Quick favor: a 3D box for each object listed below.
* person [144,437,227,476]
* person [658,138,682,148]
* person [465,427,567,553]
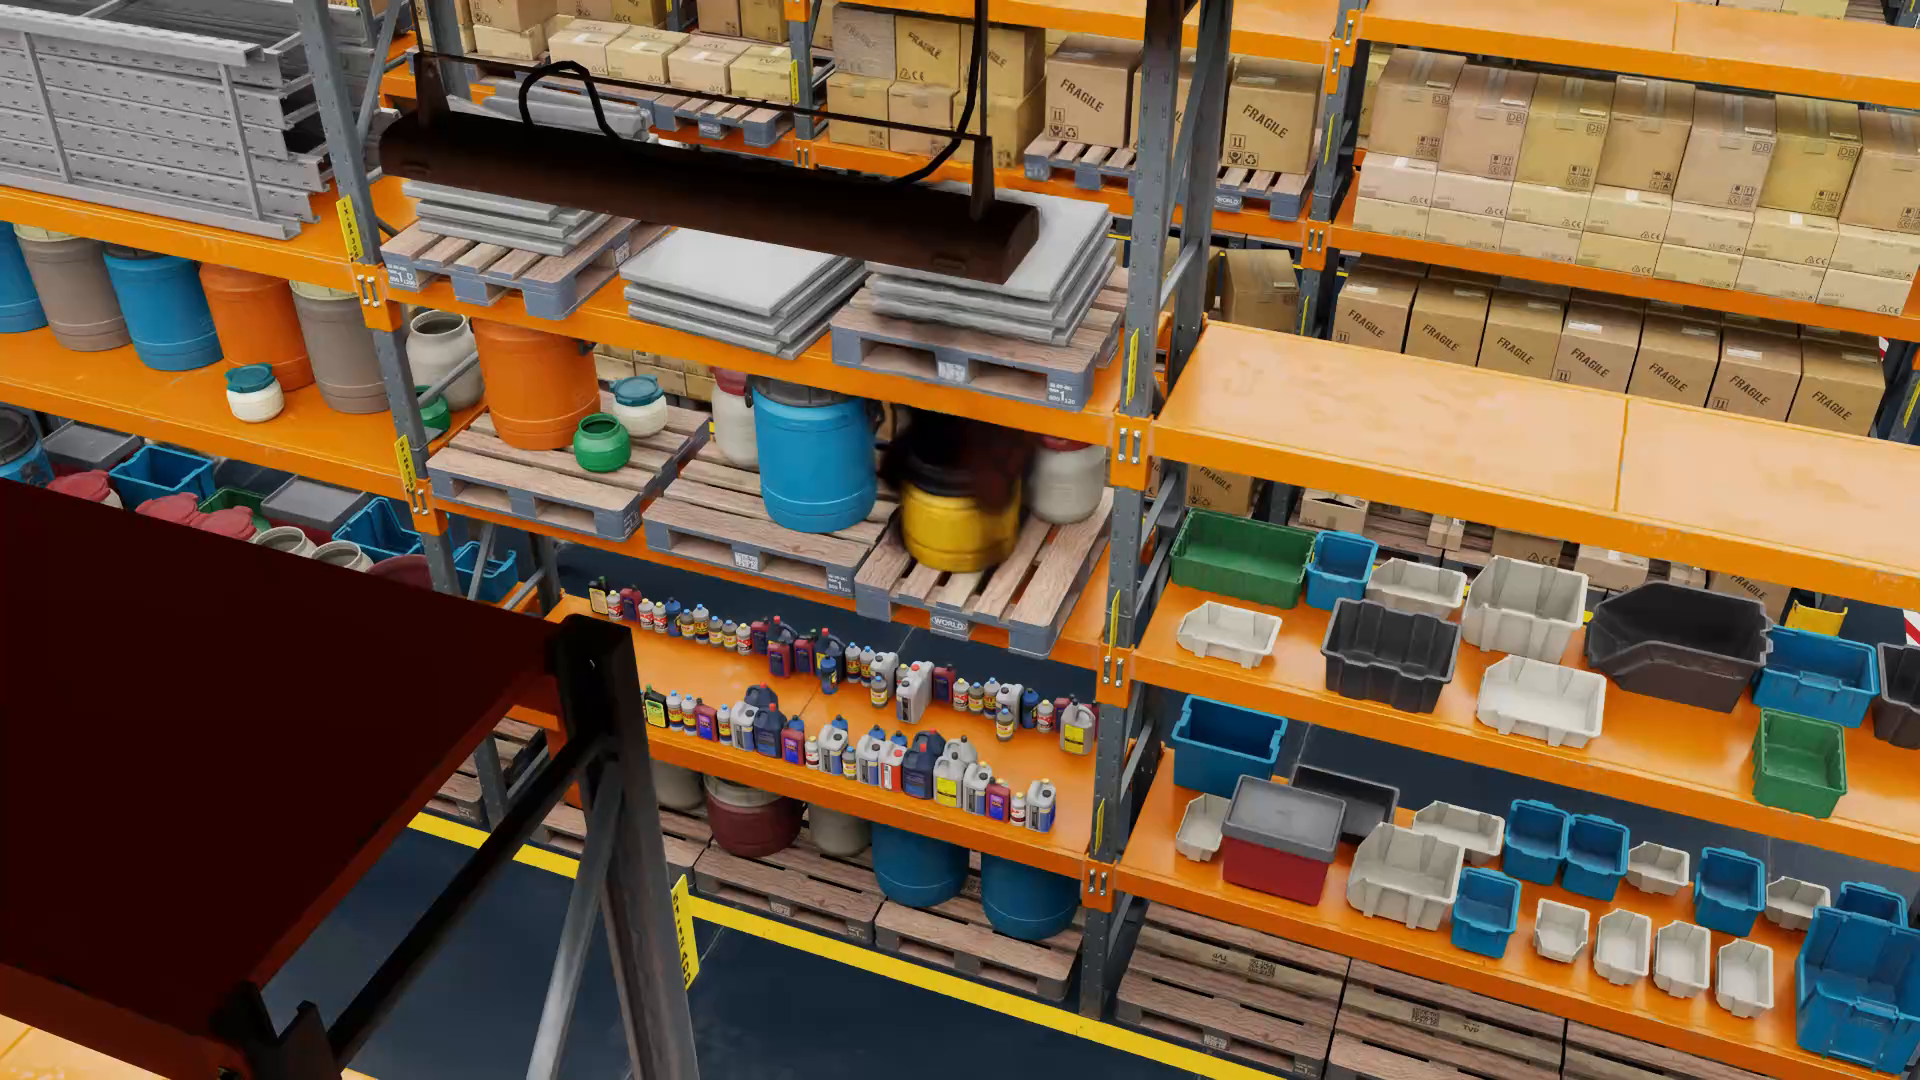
[{"bbox_3d":[-6.588,-1.252,13.591,0.990,1.722,0.660,4,37,6],"label":"person"},{"bbox_3d":[-2.995,-3.599,16.810,0.603,1.718,0.692,4,37,5],"label":"person"},{"bbox_3d":[-3.520,-0.484,12.630,0.934,1.680,0.602,6,37,9],"label":"person"}]
